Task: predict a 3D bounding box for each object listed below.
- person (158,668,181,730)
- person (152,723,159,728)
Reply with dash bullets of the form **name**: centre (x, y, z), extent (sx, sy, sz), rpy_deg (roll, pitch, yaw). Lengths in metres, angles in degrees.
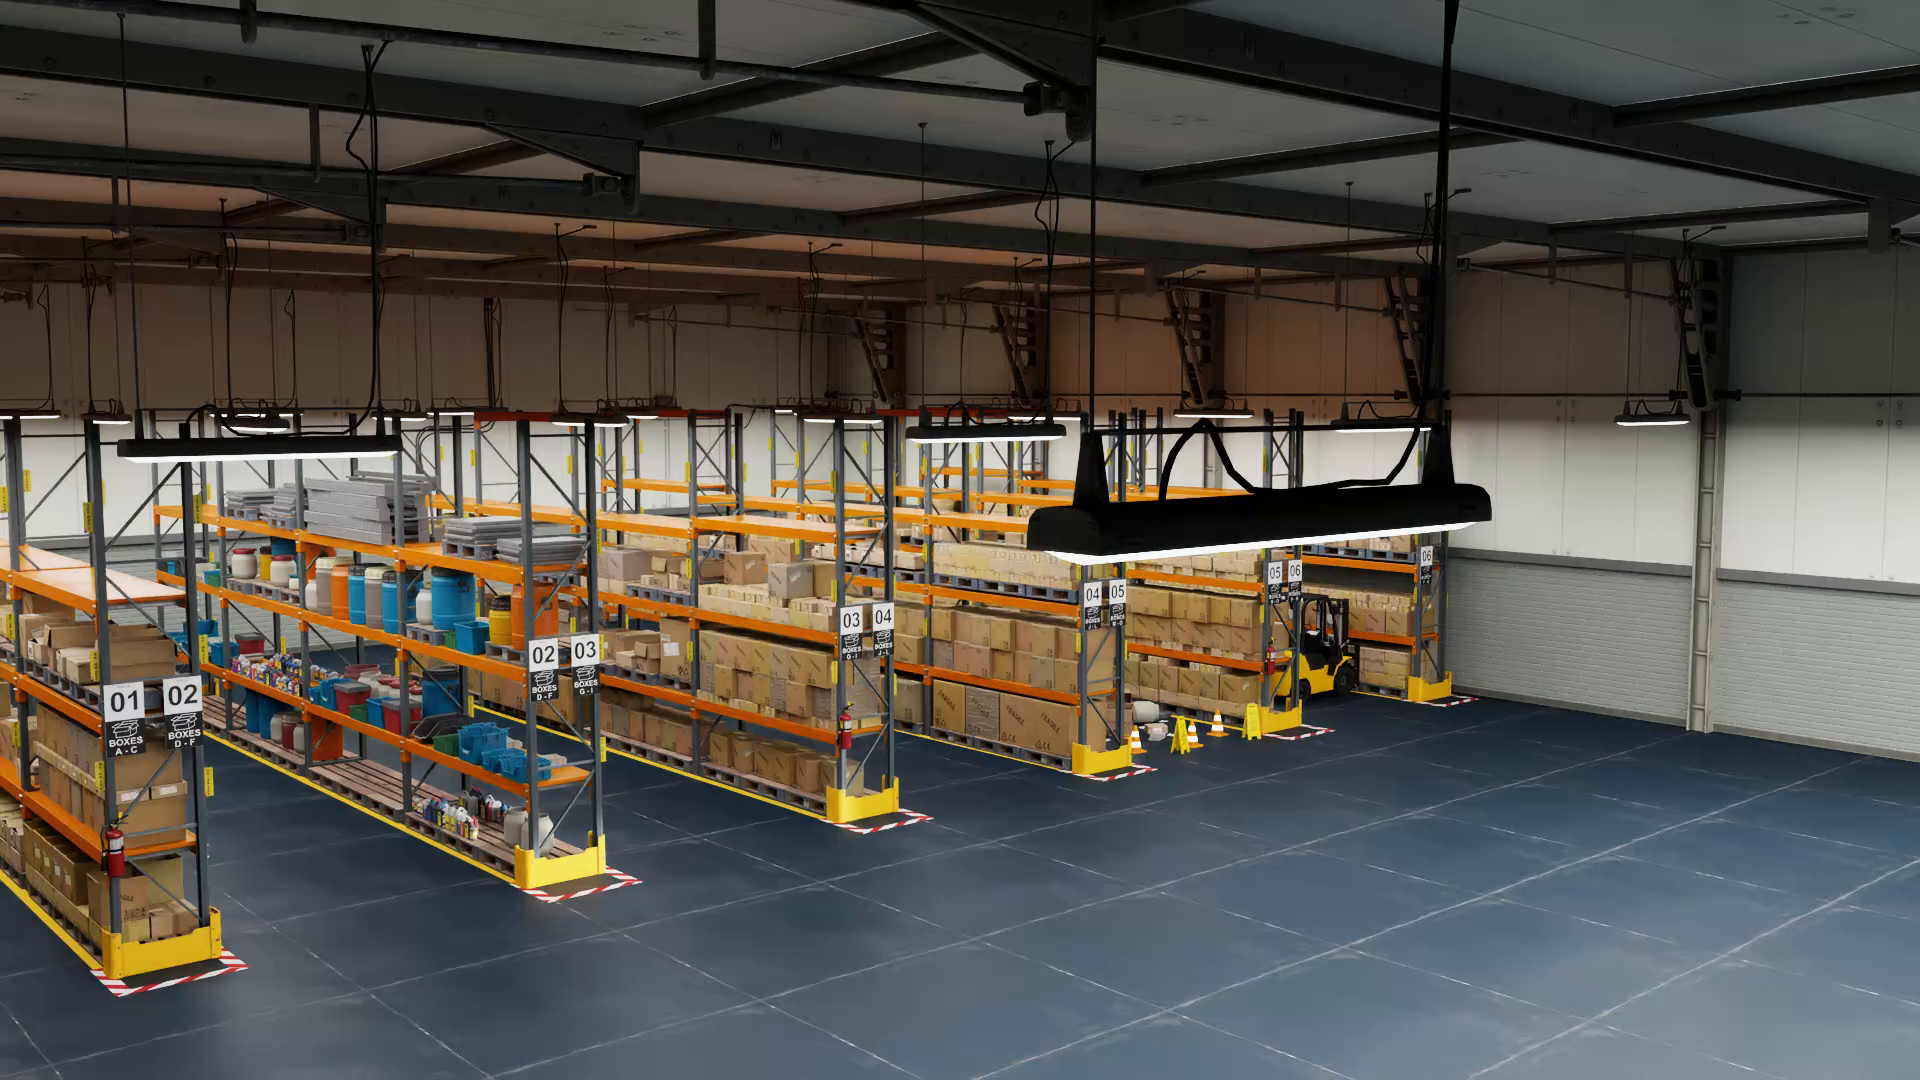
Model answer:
- **person**: centre (-14.400, 2.848, 30.261), extent (0.528, 1.685, 0.508), rpy_deg (1, 5, 15)
- **person**: centre (-12.127, 3.277, 24.959), extent (0.580, 1.830, 0.669), rpy_deg (-1, 5, -14)
